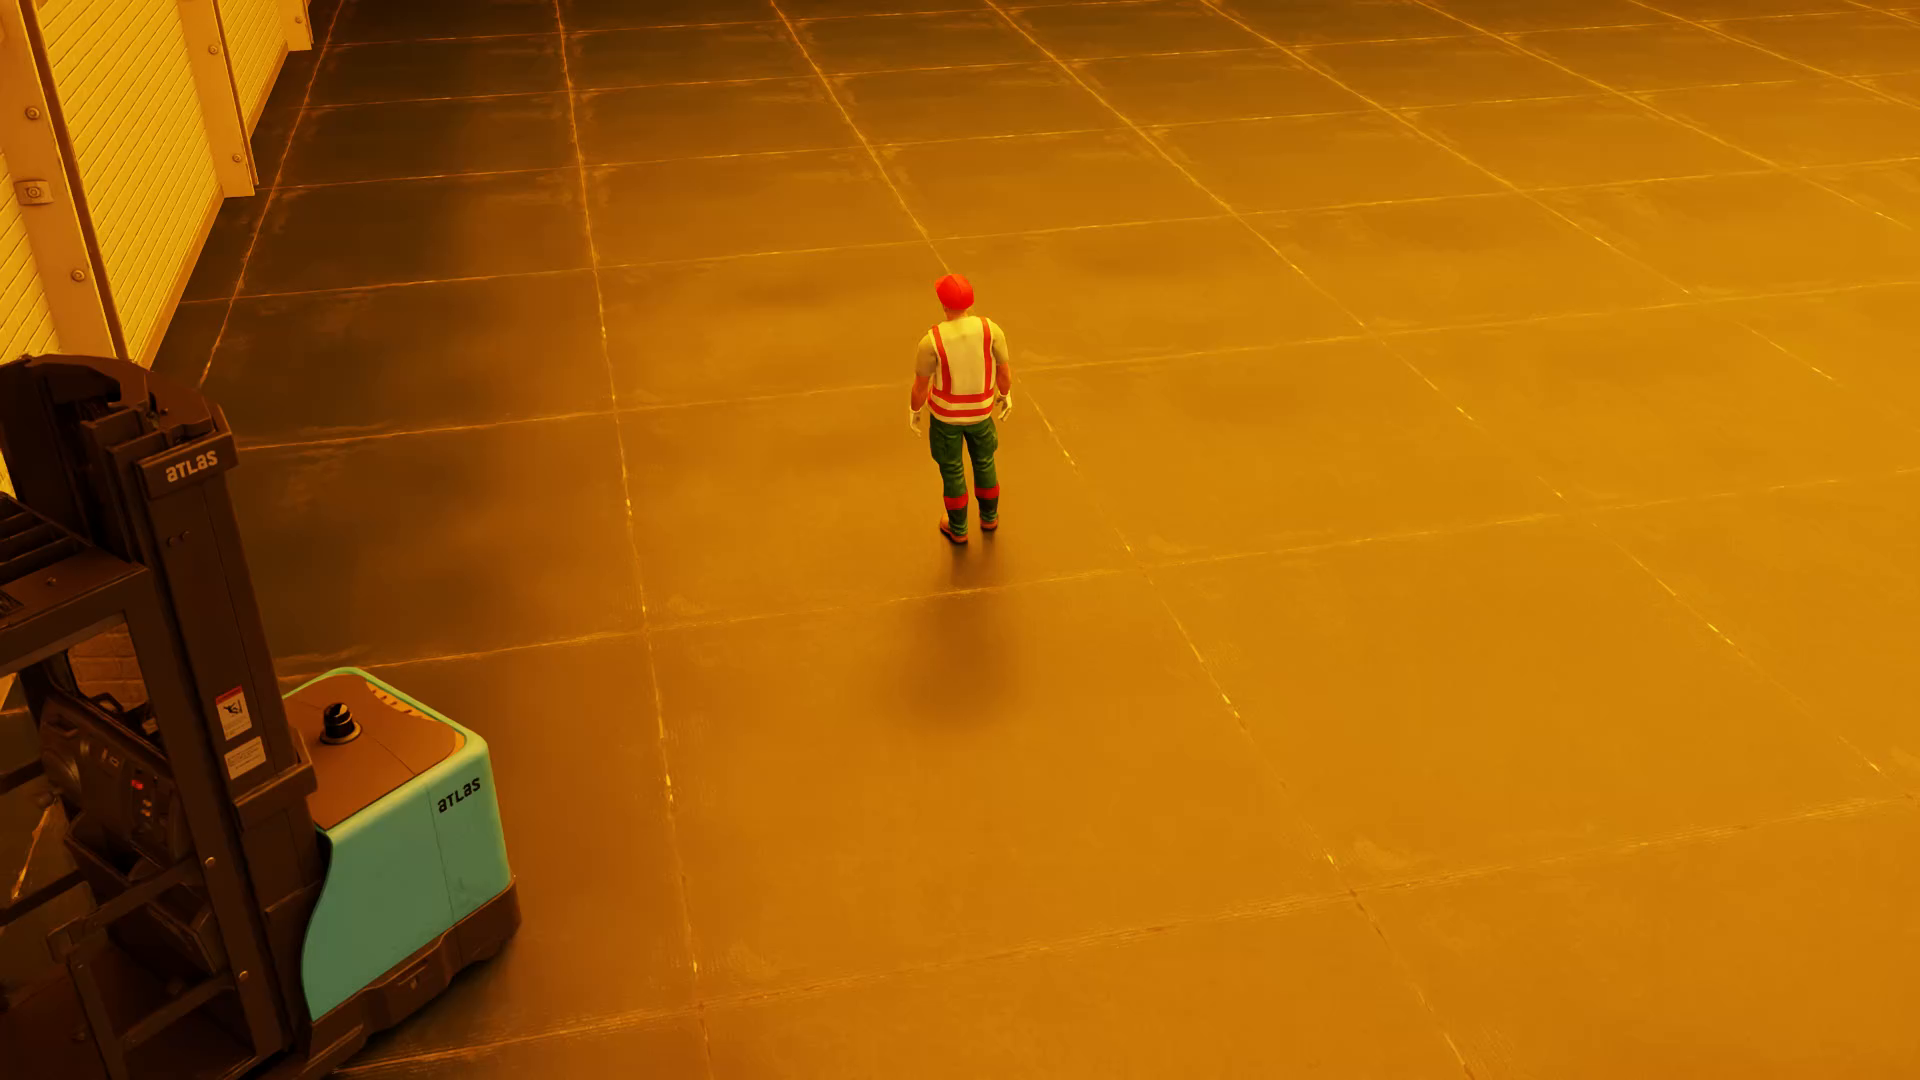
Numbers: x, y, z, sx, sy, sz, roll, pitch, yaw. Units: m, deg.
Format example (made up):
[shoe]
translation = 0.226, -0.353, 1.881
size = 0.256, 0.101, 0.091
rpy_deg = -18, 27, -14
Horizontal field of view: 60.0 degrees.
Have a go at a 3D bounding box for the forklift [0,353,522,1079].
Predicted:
[forklift]
translation = -3.242, 0.938, 5.955
size = 1.130, 2.935, 3.031
rpy_deg = 21, 36, 31

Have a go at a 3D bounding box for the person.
[person]
translation = -0.006, -0.821, 10.118
size = 0.637, 1.787, 0.564
rpy_deg = -7, 31, -12
